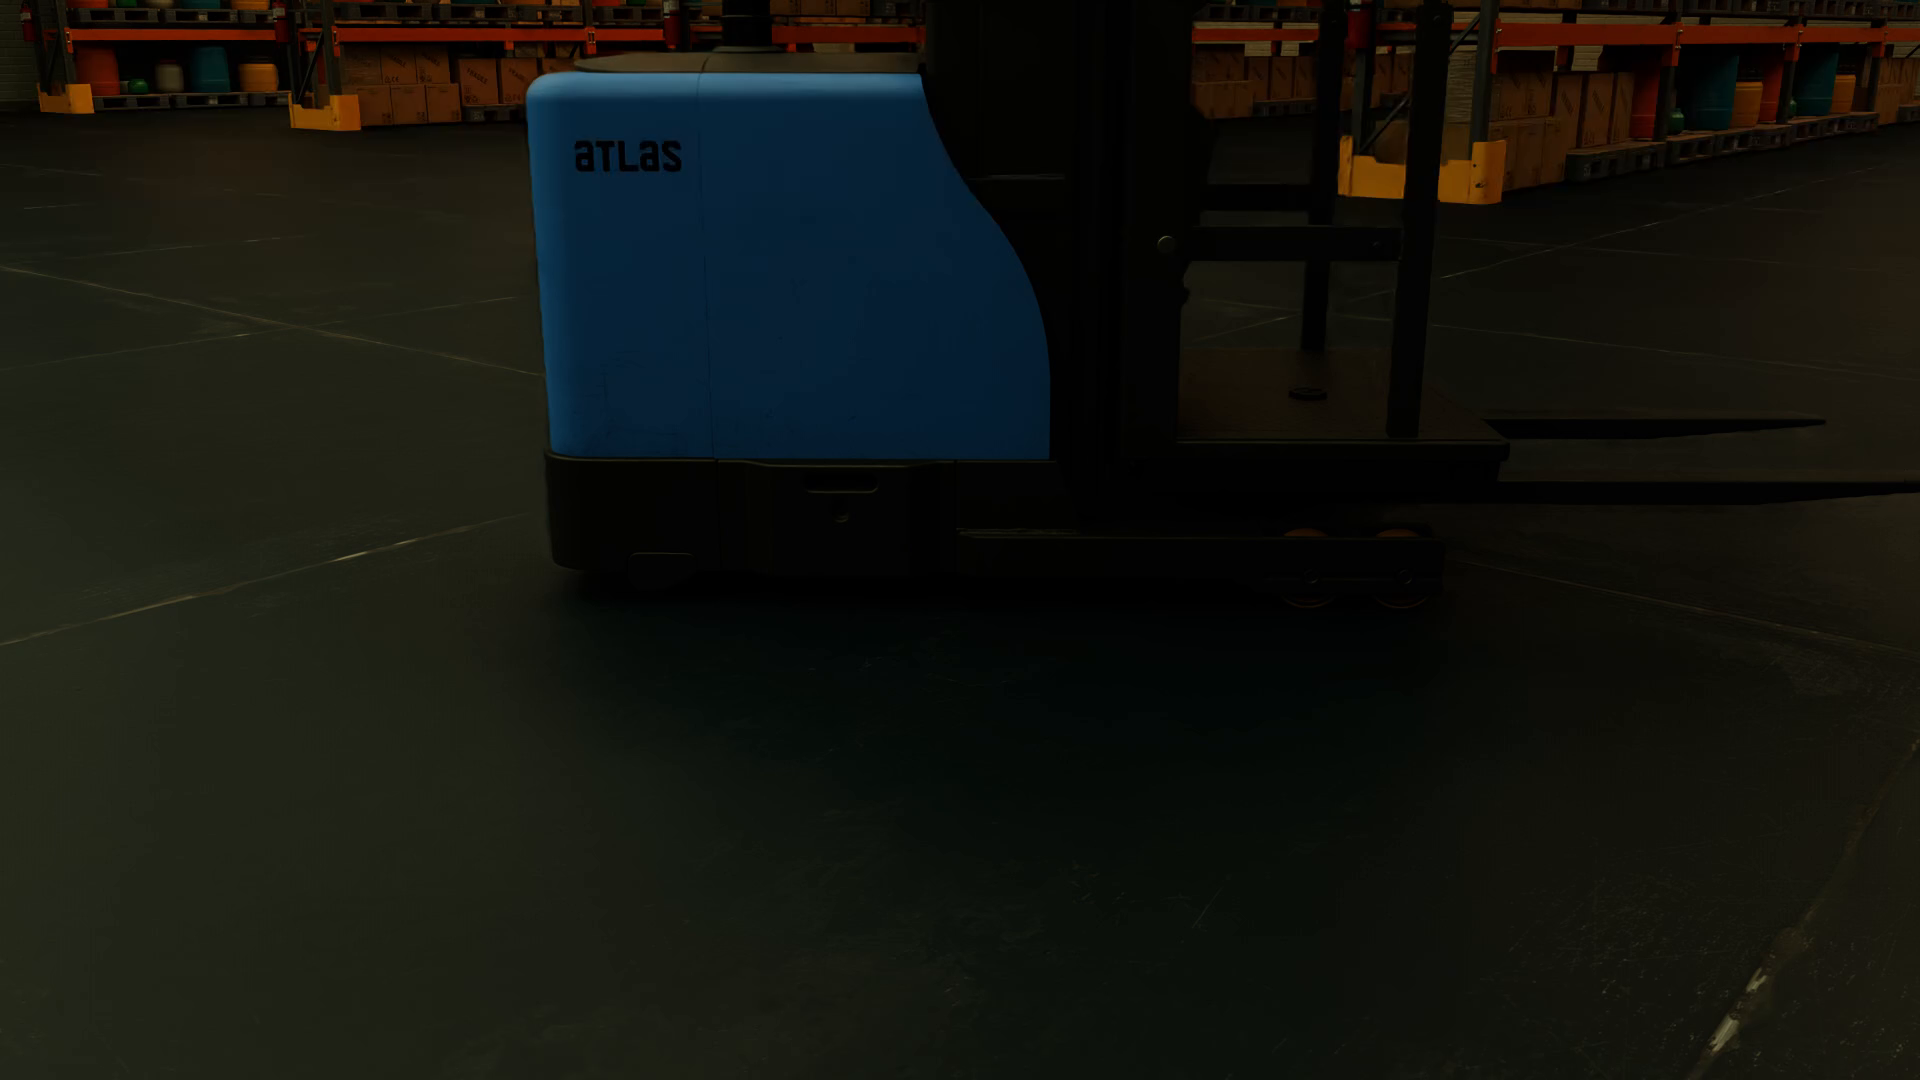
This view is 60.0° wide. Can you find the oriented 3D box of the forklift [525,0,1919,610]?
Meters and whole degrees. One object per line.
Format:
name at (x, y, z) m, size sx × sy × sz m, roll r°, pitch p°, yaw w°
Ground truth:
forklift at (0.646, -1.414, 3.554) m, size 3.031 × 2.935 × 1.130 m, roll 0°, pitch 17°, yaw 1°
